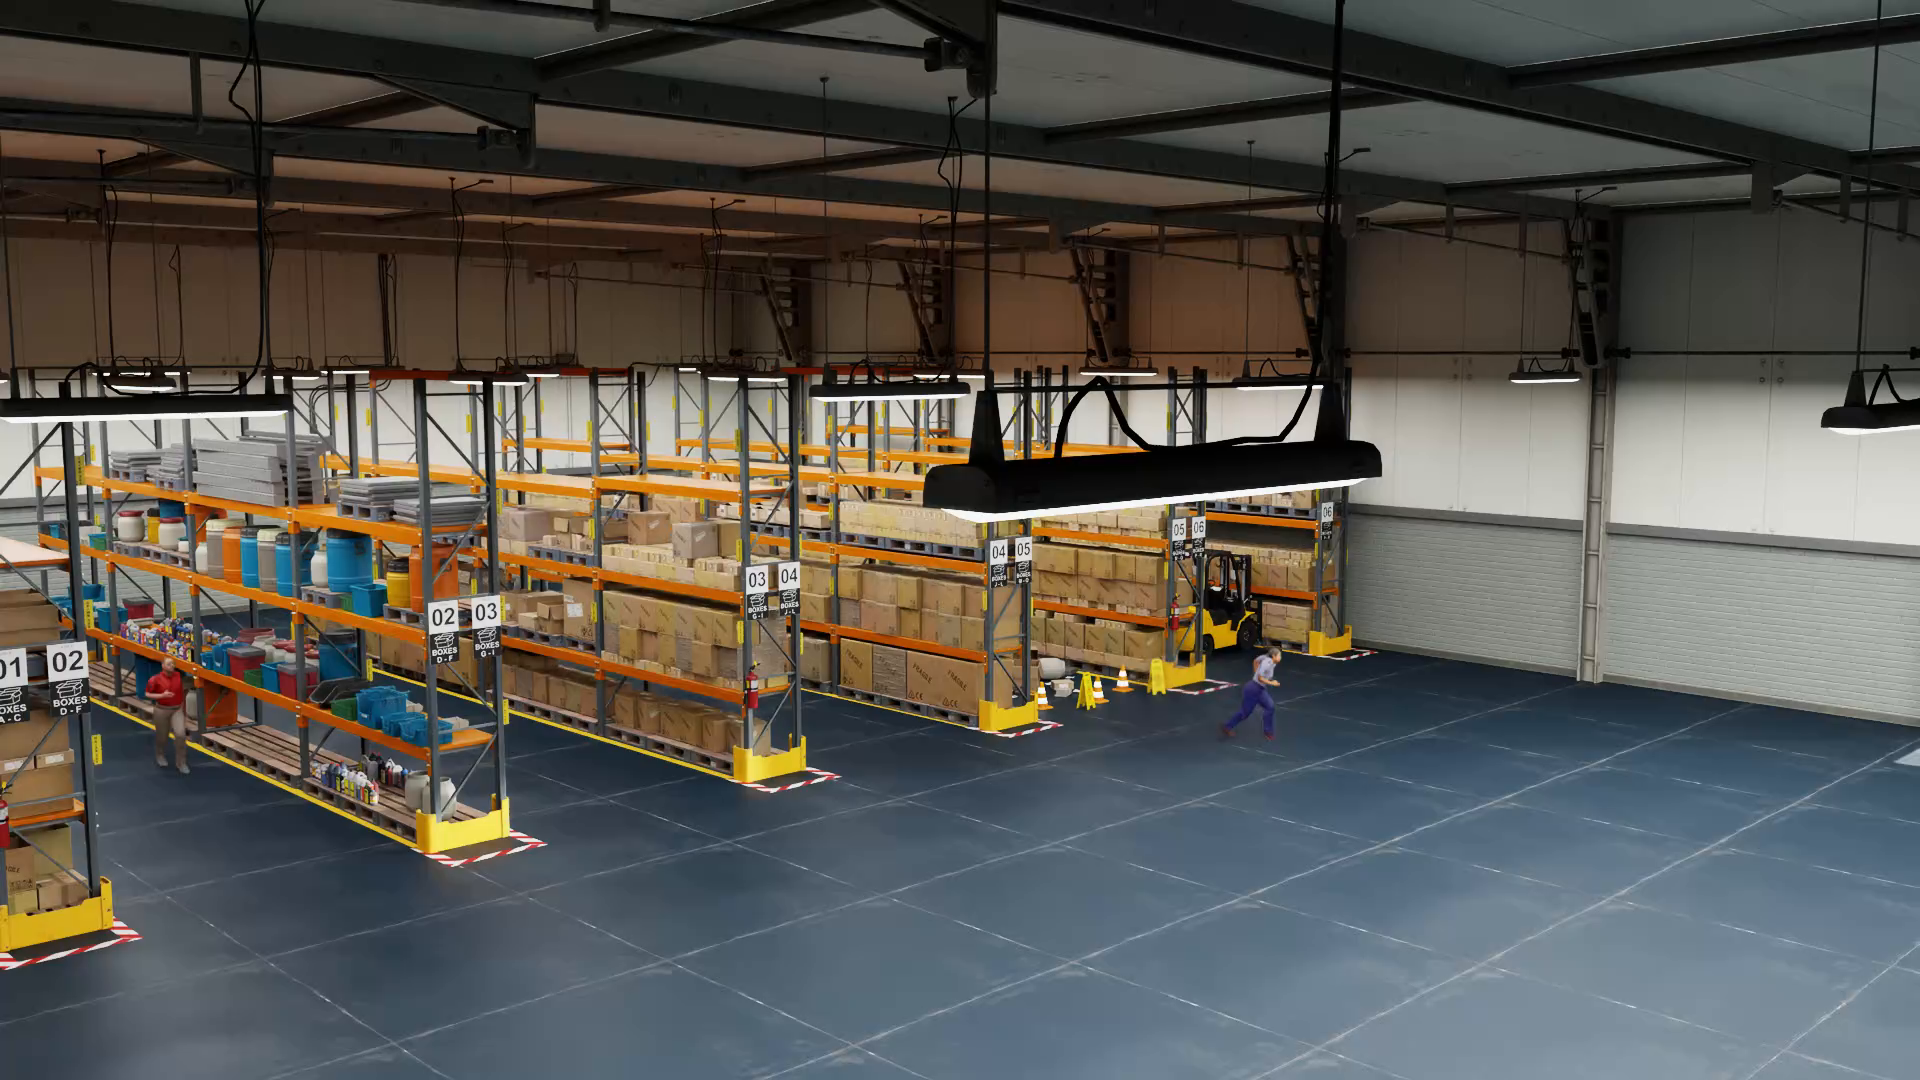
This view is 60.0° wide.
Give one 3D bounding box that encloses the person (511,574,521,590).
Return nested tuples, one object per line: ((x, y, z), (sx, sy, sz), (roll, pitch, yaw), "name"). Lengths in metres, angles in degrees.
((-10.772, 0.919, 40.803), (0.514, 1.654, 0.682), (-2, 7, -19), "person")

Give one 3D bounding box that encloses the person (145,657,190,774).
((-12.008, 2.655, 25.151), (0.830, 1.790, 0.631), (6, 9, 42), "person")

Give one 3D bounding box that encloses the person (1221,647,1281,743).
((4.750, 2.529, 27.145), (0.957, 1.612, 0.649), (2, 7, 14), "person")
